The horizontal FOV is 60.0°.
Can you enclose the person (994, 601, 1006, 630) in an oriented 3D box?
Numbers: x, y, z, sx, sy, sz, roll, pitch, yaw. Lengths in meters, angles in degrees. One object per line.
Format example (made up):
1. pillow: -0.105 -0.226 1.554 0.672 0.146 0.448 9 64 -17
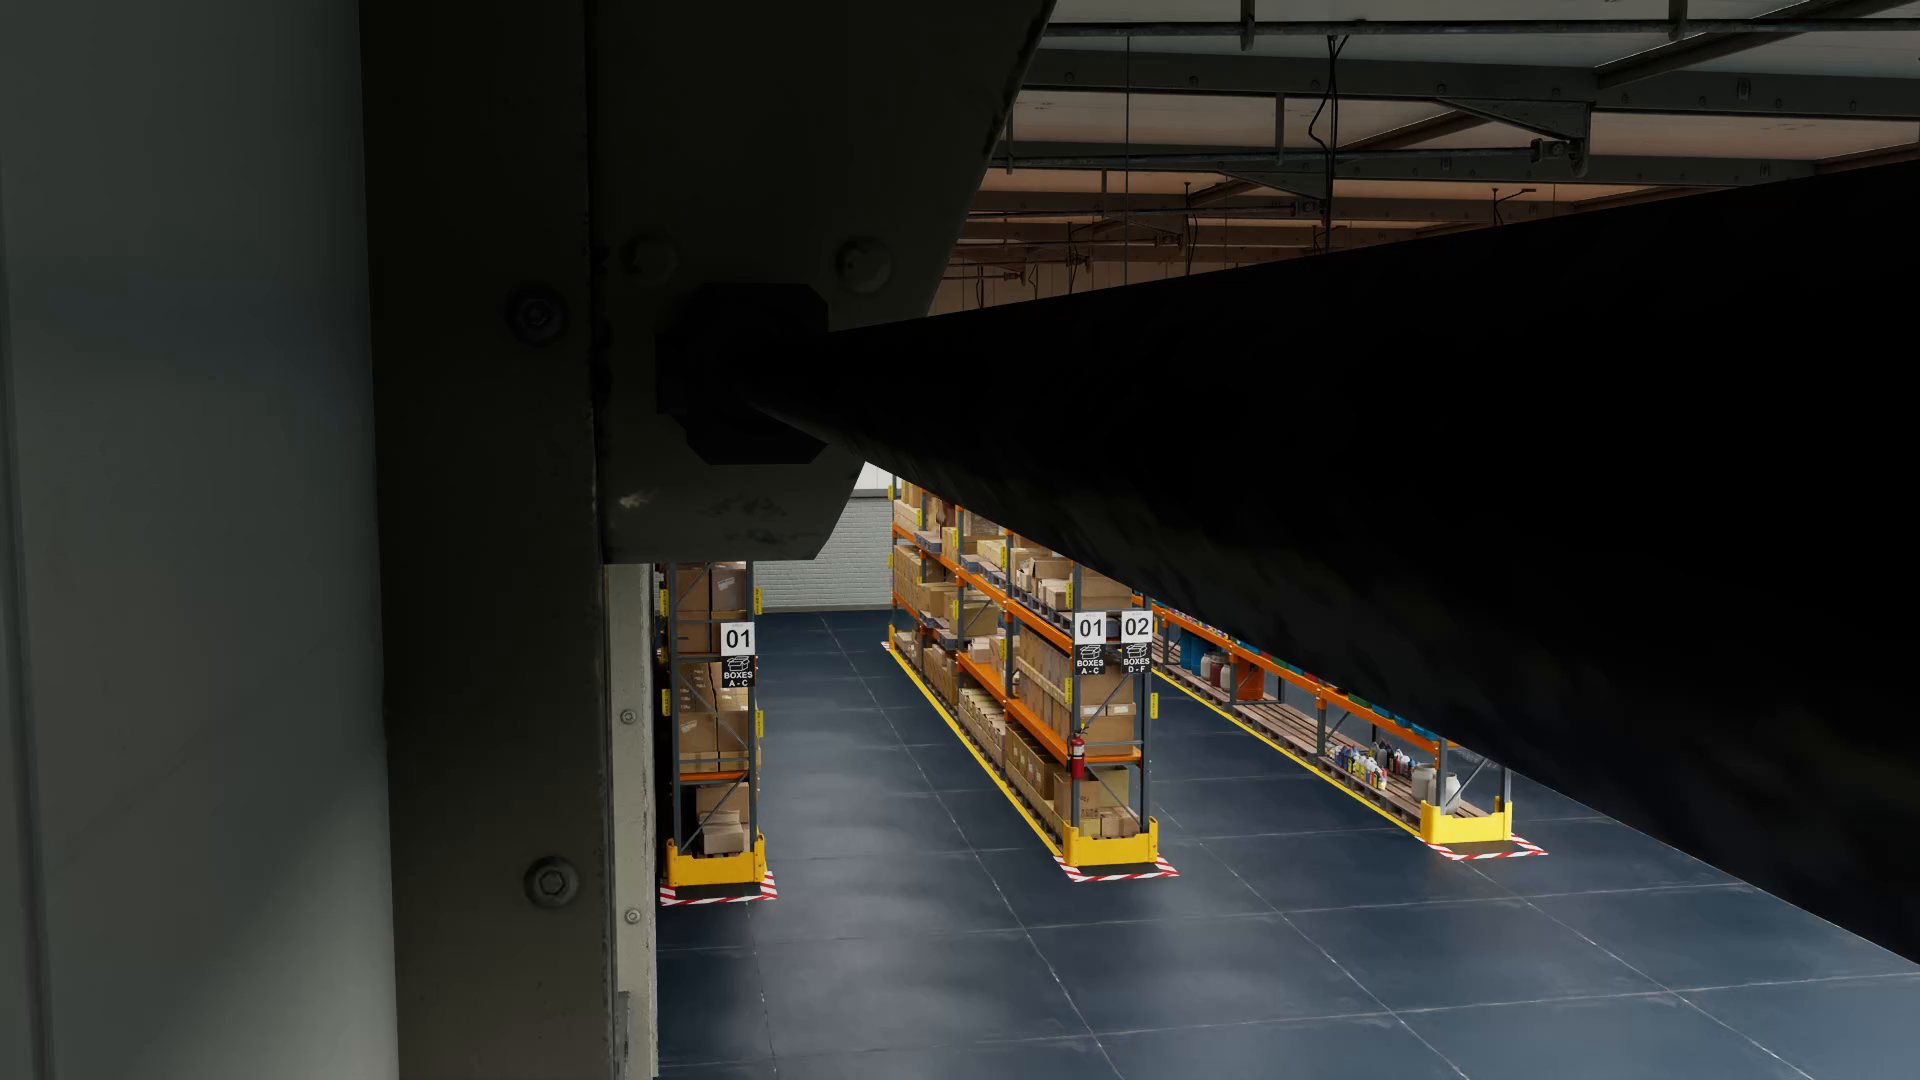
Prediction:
1. person: 0.868 1.544 36.603 0.738 1.673 0.595 -3 7 -26
